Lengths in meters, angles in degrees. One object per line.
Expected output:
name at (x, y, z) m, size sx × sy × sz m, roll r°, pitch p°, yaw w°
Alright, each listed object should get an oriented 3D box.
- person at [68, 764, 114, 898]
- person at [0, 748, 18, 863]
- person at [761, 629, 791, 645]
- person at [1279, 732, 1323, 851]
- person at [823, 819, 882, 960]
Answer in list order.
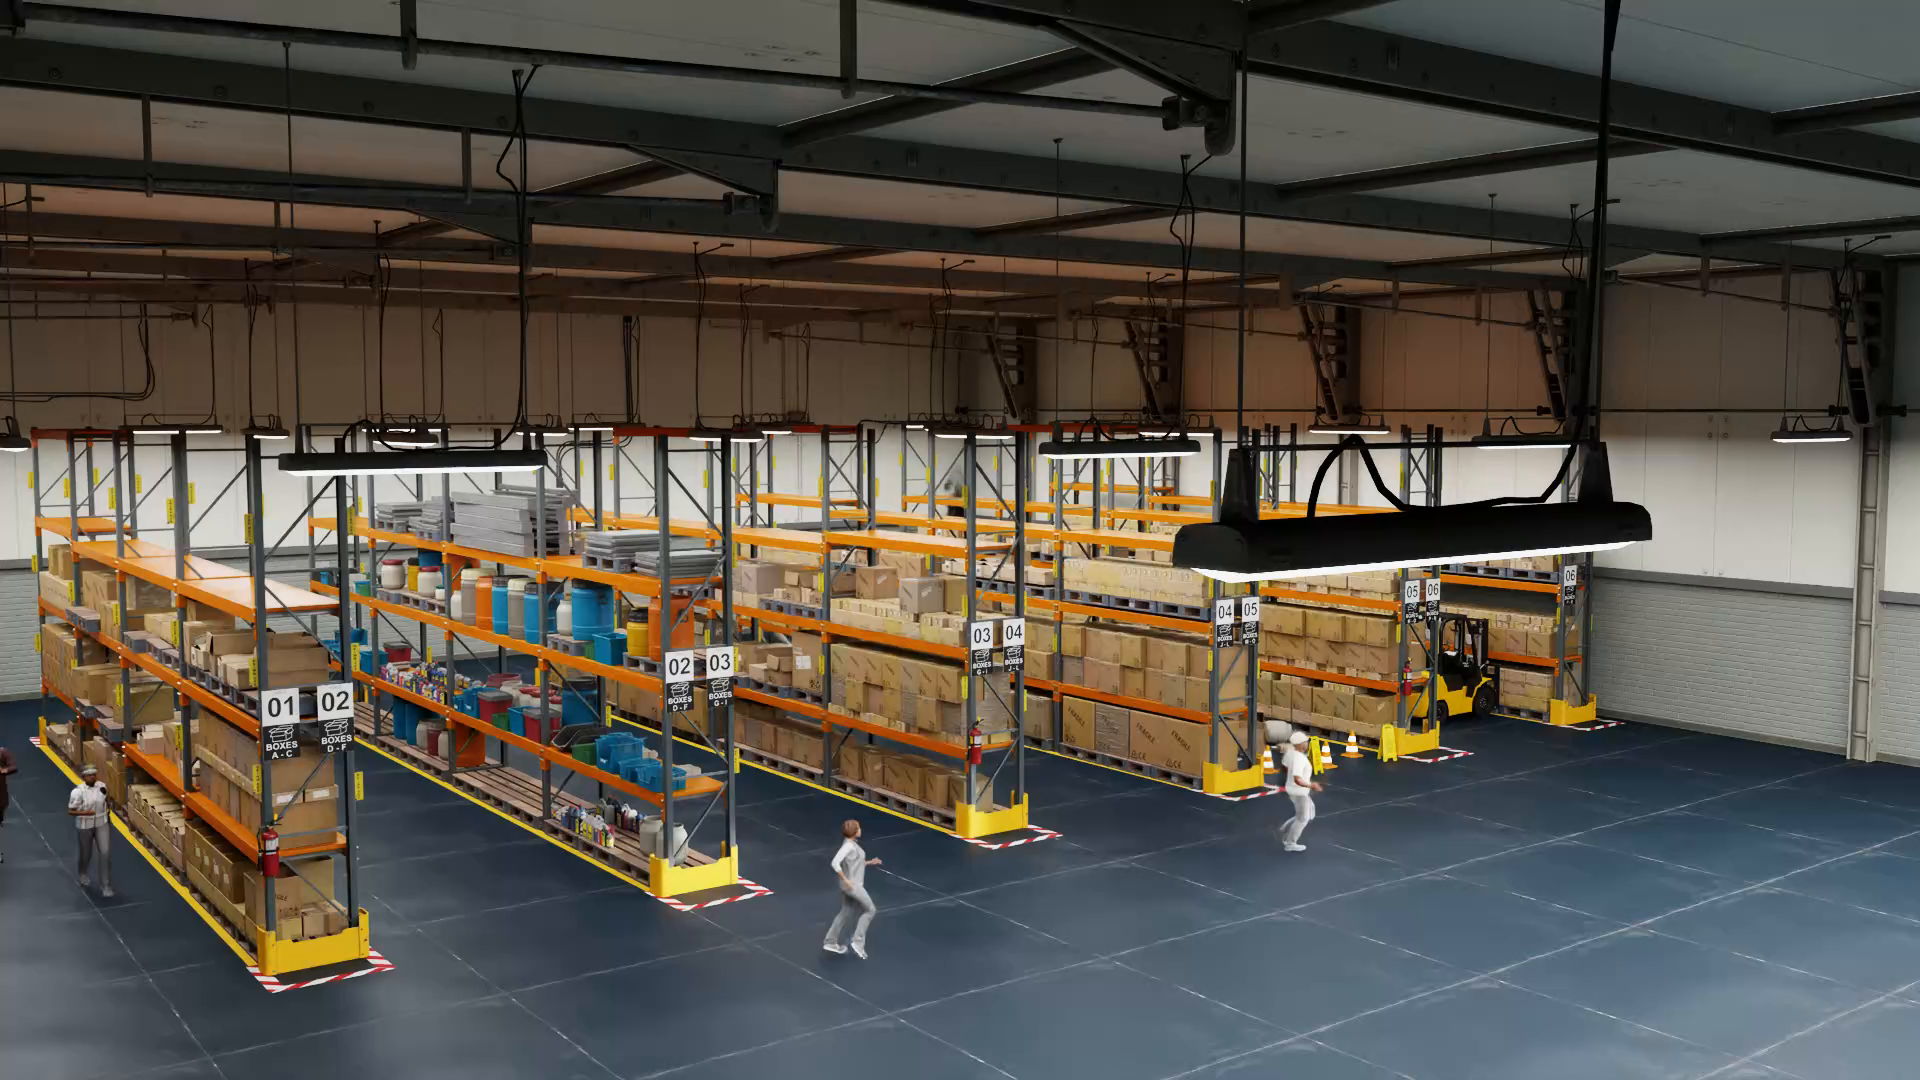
person at (-11.369, 3.772, 21.765) m, size 0.570 × 1.739 × 0.862 m, roll -4°, pitch 6°, yaw -43°
person at (-13.667, 3.574, 23.430) m, size 1.045 × 1.782 × 0.697 m, roll 4°, pitch 6°, yaw 42°
person at (-4.822, 1.993, 42.040) m, size 0.982 × 1.769 × 0.785 m, roll 1°, pitch 5°, yaw 9°
person at (4.891, 3.595, 23.795) m, size 0.537 × 1.721 × 0.674 m, roll 0°, pitch 4°, yaw 2°
person at (-1.237, 4.029, 19.183) m, size 0.694 × 1.637 × 0.503 m, roll -1°, pitch 5°, yaw -10°
